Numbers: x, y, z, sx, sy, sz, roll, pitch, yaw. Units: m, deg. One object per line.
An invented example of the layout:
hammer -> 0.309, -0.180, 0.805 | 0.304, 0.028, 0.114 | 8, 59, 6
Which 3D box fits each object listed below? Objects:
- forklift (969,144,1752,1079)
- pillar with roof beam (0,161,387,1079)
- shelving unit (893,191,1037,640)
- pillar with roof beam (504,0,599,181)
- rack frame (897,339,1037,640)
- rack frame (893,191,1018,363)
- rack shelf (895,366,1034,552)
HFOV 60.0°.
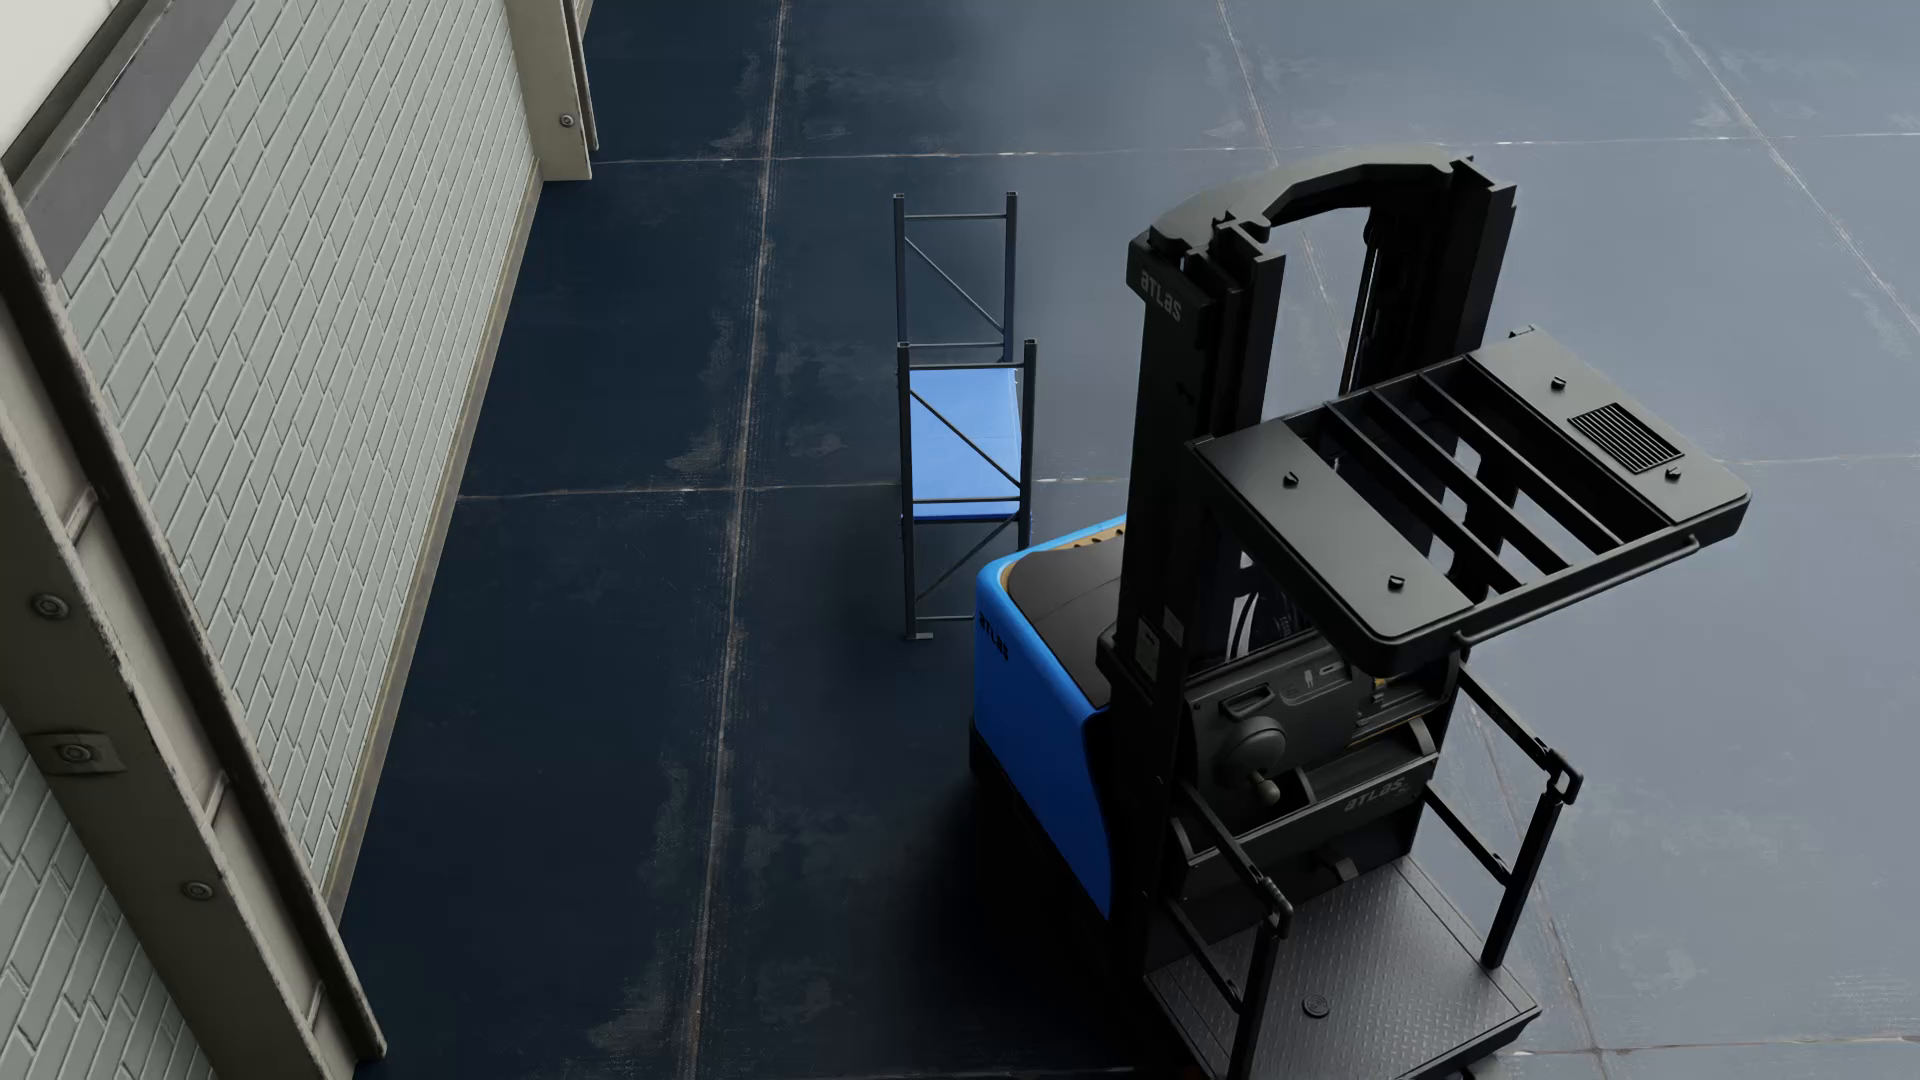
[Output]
forklift -> 1.155, 0.542, 4.640 | 1.130, 2.935, 3.031 | -19, 46, -20
pillar with roof beam -> 2.241, -1.619, 2.507 | 9.100, 9.000, 0.400 | -2, 43, -2
shelving unit -> 0.004, -0.495, 6.830 | 0.538, 1.500, 1.048 | -2, 43, -2
pillar with roof beam -> 1.986, -5.670, 6.926 | 9.100, 9.000, 0.400 | -2, 43, -2
rack frame -> 0.025, -0.152, 6.456 | 0.500, 1.500, 0.032 | -2, 43, -2
rack frame -> -0.018, -0.838, 7.204 | 0.500, 1.500, 0.032 | -2, 43, -2
rack shelf -> 0.004, -0.363, 6.952 | 0.538, 0.185, 1.000 | -2, 43, -2
